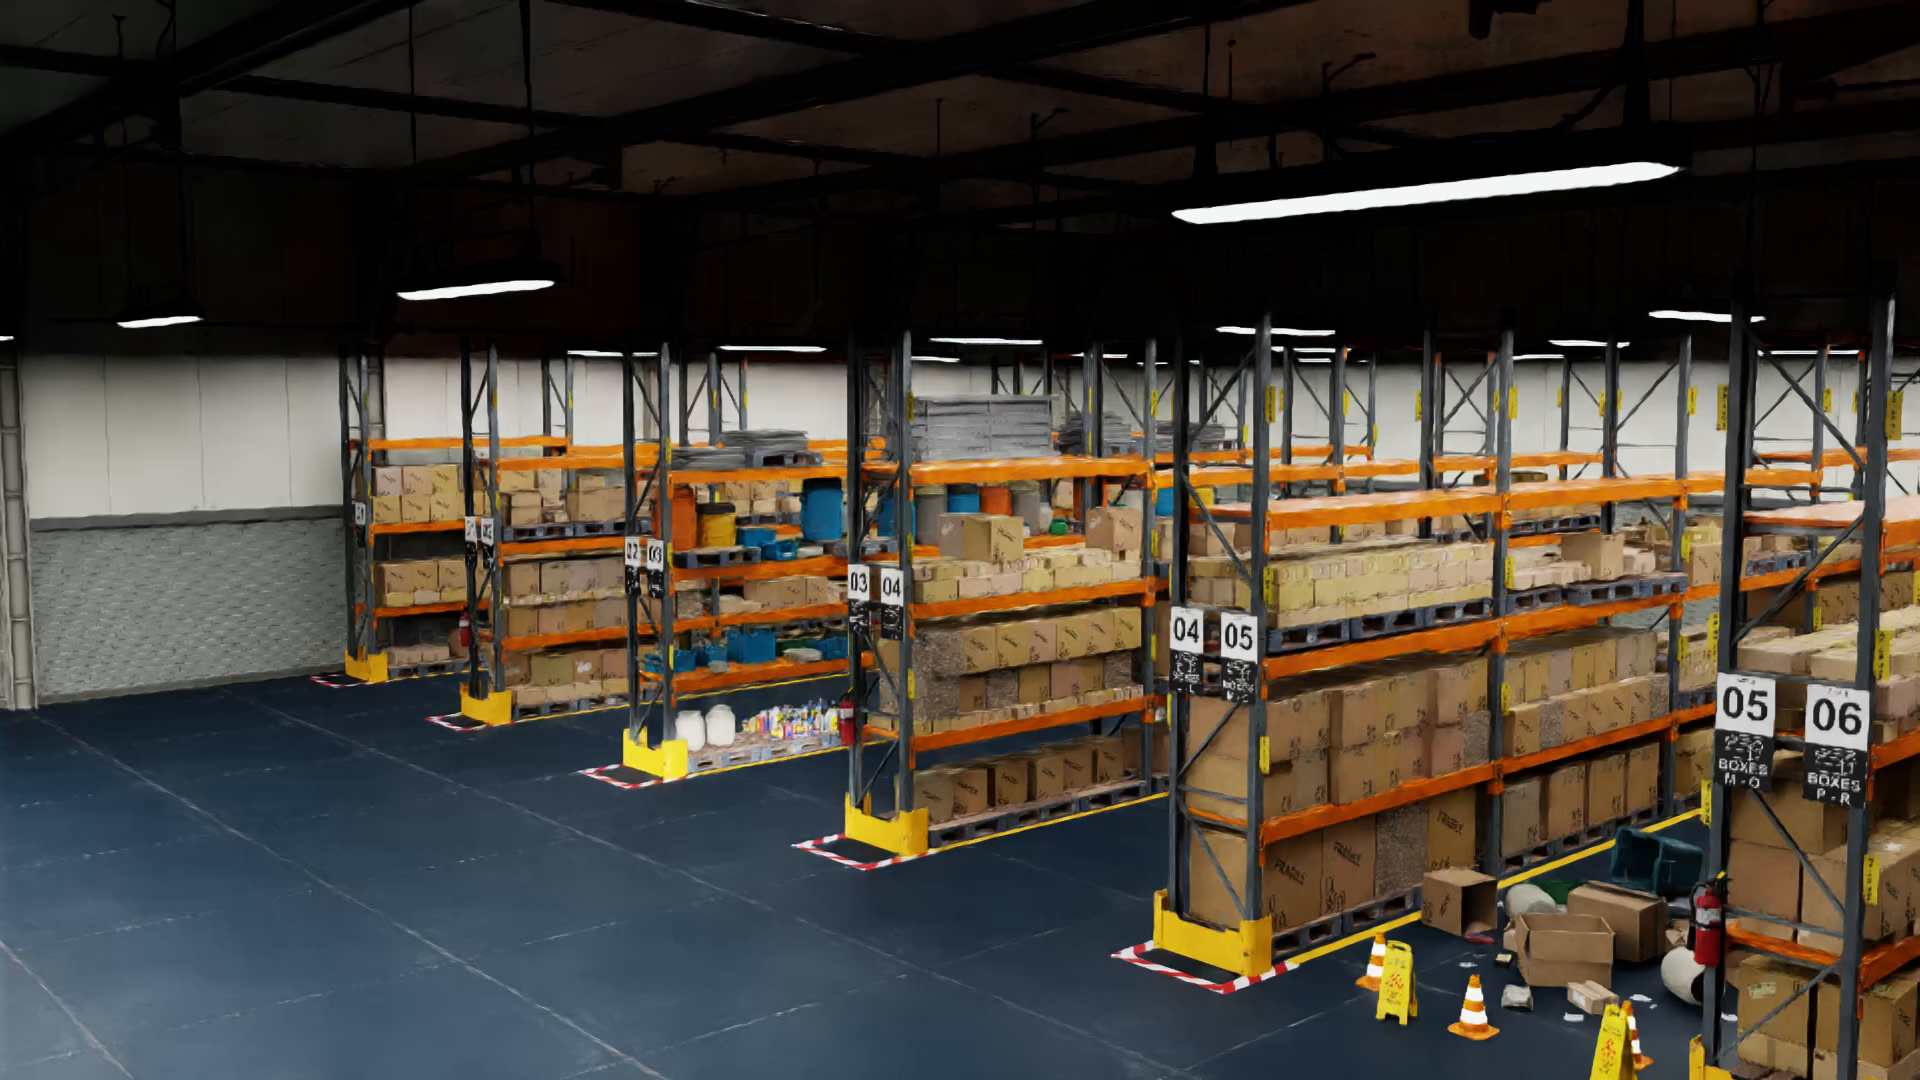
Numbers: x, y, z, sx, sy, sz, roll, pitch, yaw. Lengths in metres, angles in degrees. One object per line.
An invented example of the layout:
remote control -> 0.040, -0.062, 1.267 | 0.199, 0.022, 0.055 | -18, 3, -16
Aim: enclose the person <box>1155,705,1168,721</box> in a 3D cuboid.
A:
person -> 3.130, 2.054, 24.637 | 0.450, 1.781, 0.605 | 2, 5, 17
